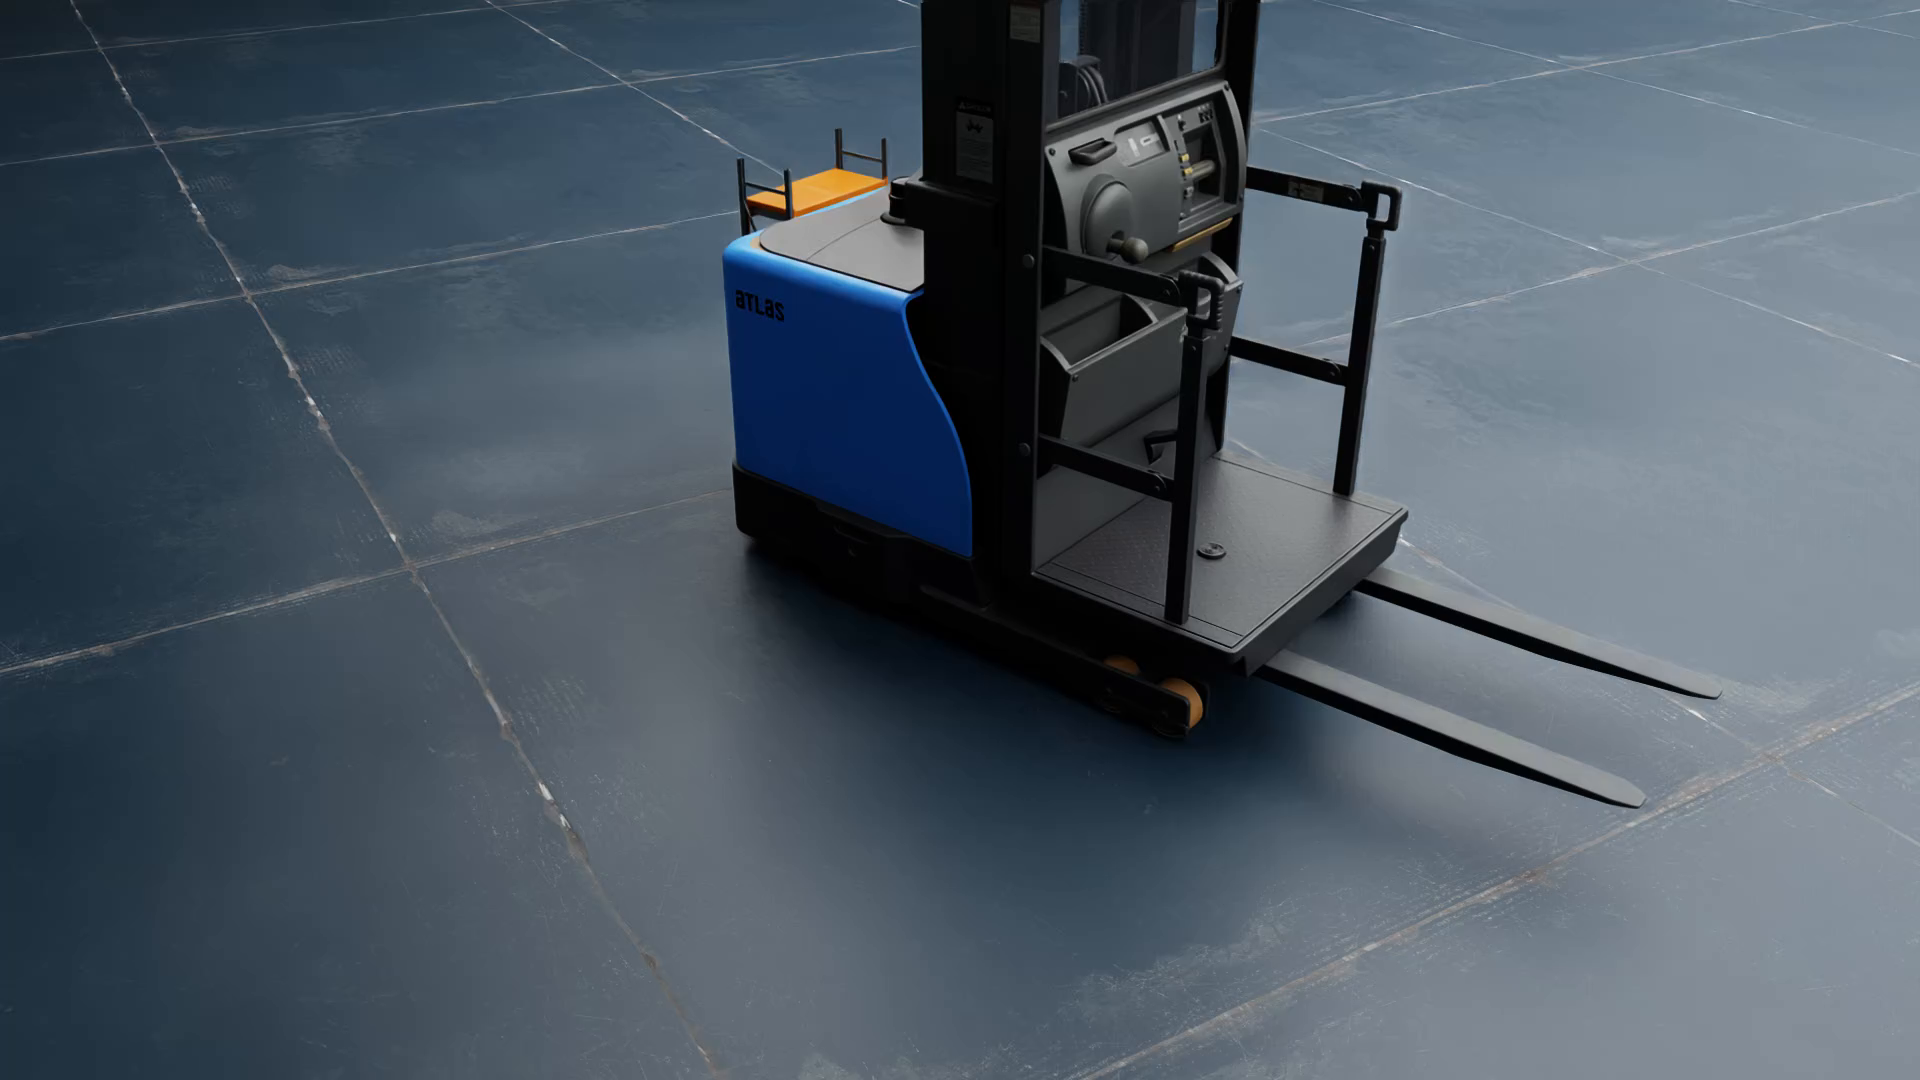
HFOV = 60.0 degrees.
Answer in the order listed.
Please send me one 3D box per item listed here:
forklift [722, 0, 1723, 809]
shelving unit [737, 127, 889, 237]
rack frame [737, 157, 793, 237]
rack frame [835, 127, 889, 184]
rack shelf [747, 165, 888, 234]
[{"bbox_3d":[0.700,-1.012,4.551,3.031,2.935,1.130,21,35,33],"label":"forklift"},{"bbox_3d":[-0.499,-0.817,5.987,0.258,1.200,0.503,21,35,33],"label":"shelving unit"},{"bbox_3d":[-0.652,-0.725,5.821,0.240,1.200,0.015,21,35,33],"label":"rack frame"},{"bbox_3d":[-0.347,-0.909,6.154,0.240,1.200,0.015,21,35,33],"label":"rack frame"},{"bbox_3d":[-0.500,-1.161,5.798,0.258,0.148,0.480,21,35,33],"label":"rack shelf"}]
